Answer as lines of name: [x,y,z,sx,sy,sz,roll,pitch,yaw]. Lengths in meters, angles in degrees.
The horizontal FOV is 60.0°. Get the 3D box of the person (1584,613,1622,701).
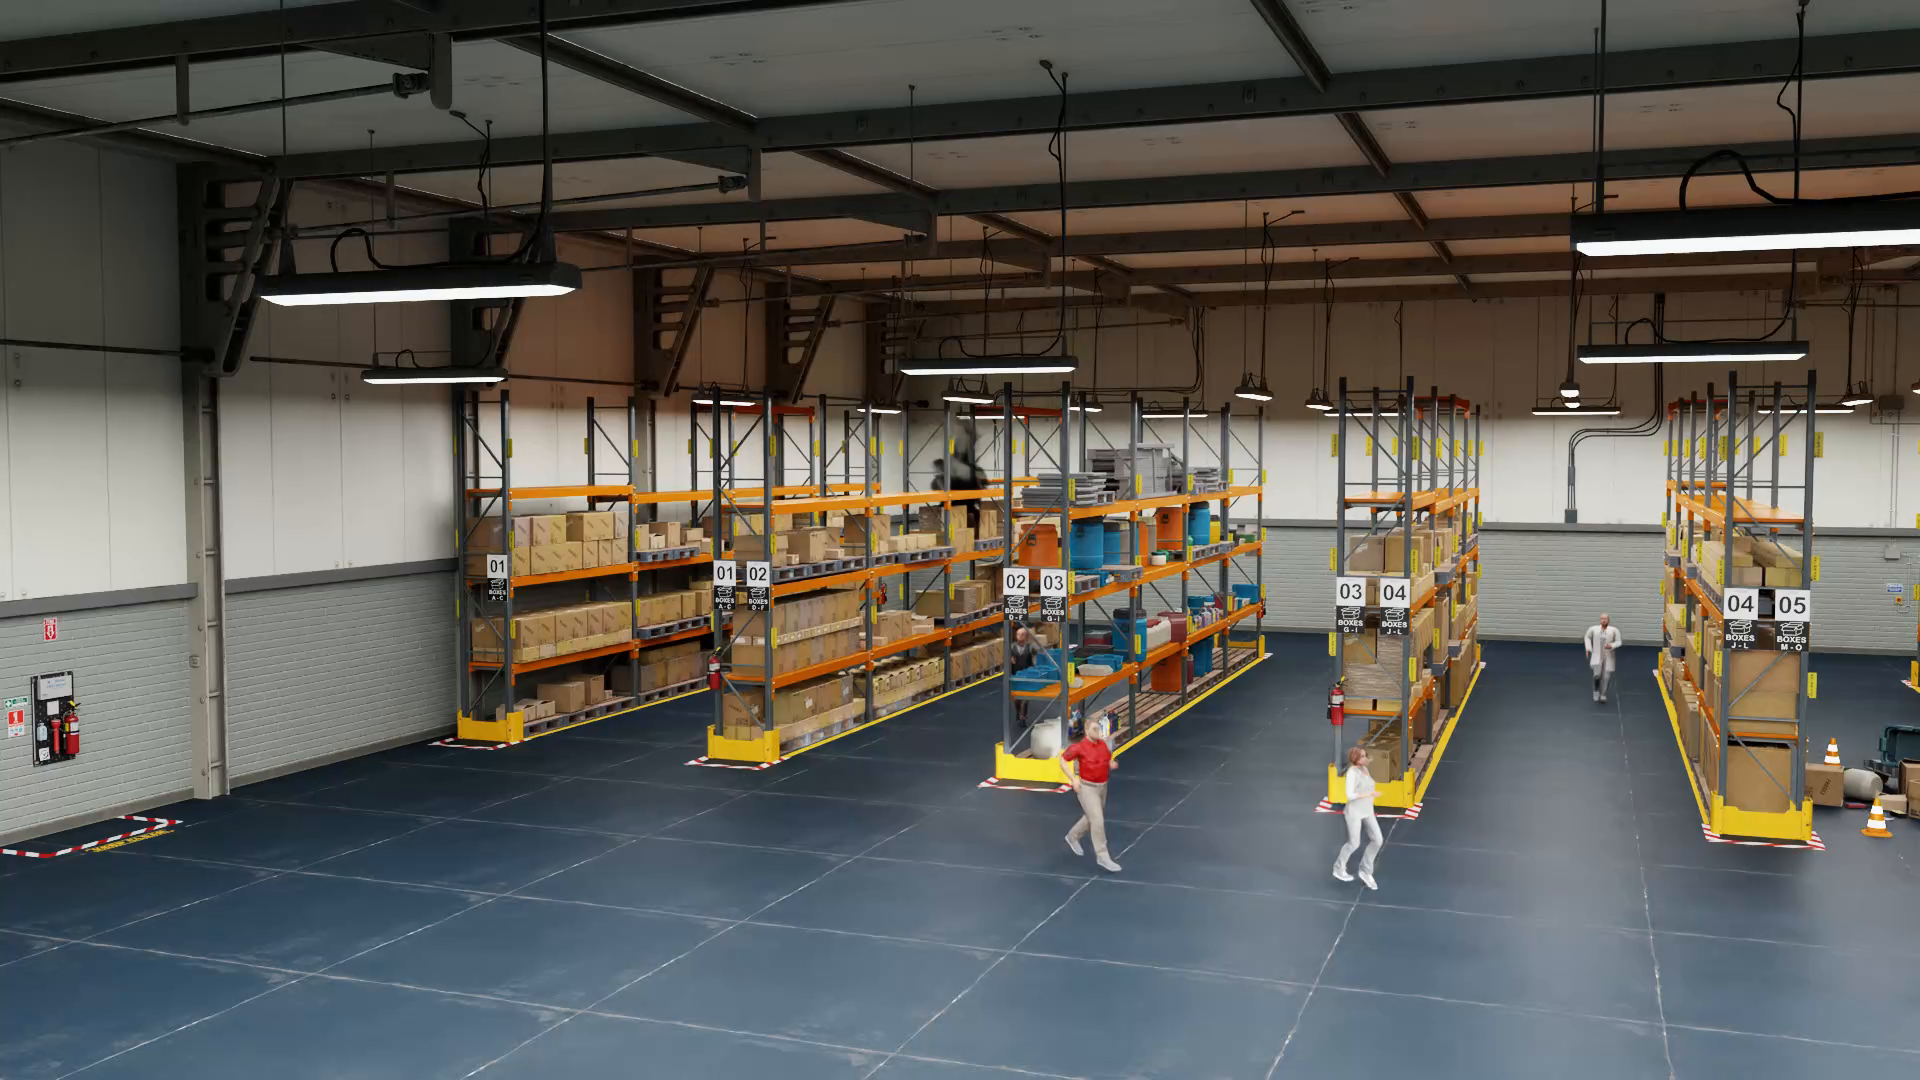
person: [12.629,2.316,32.669,0.693,1.741,0.695,1,3,21]

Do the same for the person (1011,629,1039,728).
person: [1.096,2.463,29.924,0.661,1.713,0.906,0,3,8]

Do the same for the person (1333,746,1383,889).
person: [4.557,3.164,18.941,0.514,1.610,0.661,-3,4,-41]

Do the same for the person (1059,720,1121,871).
person: [1.585,3.019,19.937,0.976,1.729,0.658,3,4,44]
